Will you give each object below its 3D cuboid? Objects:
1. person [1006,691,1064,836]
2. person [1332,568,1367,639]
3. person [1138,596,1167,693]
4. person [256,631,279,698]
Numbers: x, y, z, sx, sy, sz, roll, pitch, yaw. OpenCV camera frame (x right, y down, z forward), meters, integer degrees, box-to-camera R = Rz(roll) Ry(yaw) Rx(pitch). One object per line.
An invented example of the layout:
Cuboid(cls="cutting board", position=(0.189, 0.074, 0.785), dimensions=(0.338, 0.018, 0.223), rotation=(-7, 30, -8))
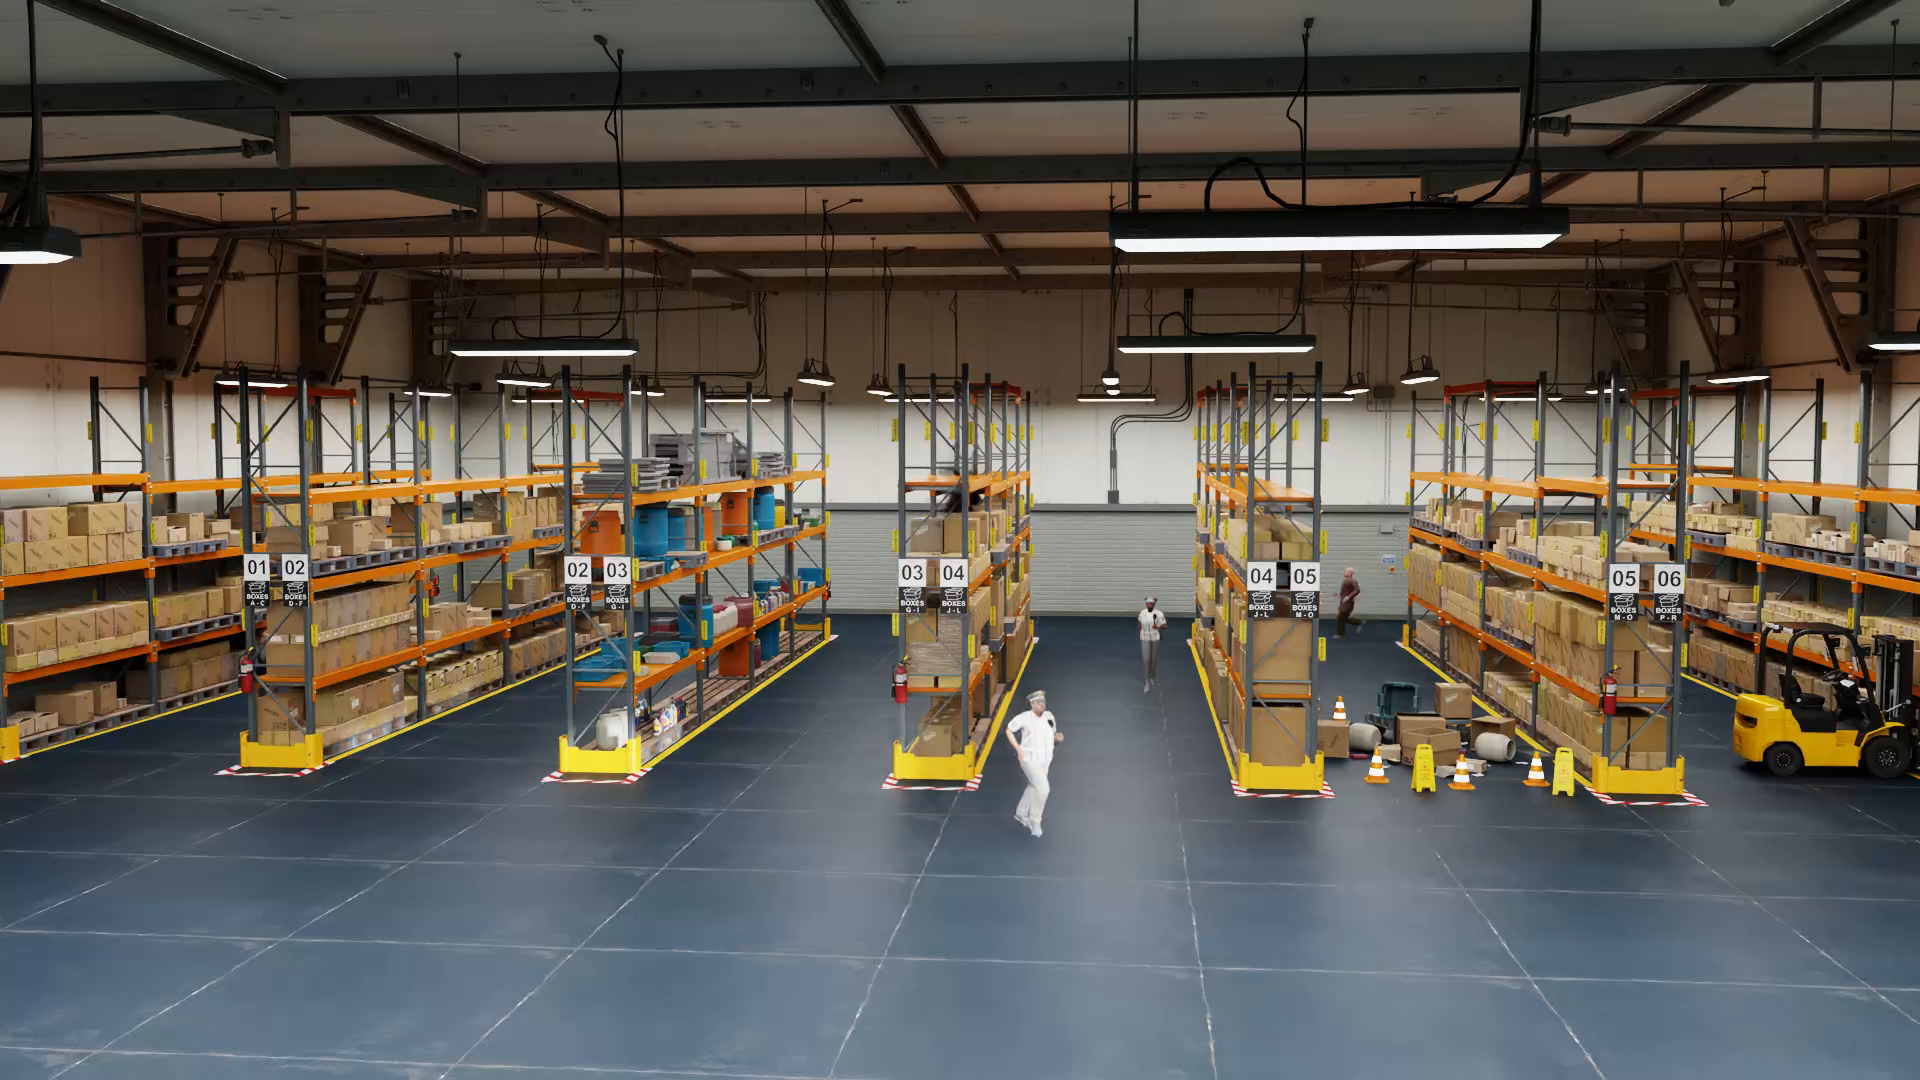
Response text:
Cuboid(cls="person", position=(0.974, 2.800, 20.890), dimensions=(0.624, 1.859, 0.777), rotation=(-3, 5, -42))
Cuboid(cls="person", position=(9.485, 1.550, 40.426), dimensions=(0.863, 1.764, 0.692), rotation=(0, 4, 0))
Cuboid(cls="person", position=(3.539, 1.901, 30.759), dimensions=(0.513, 1.772, 0.752), rotation=(1, 4, 9))
Cuboid(cls="person", position=(-11.469, 2.355, 27.520), dimensions=(0.658, 1.705, 0.971), rotation=(0, 4, 3))
